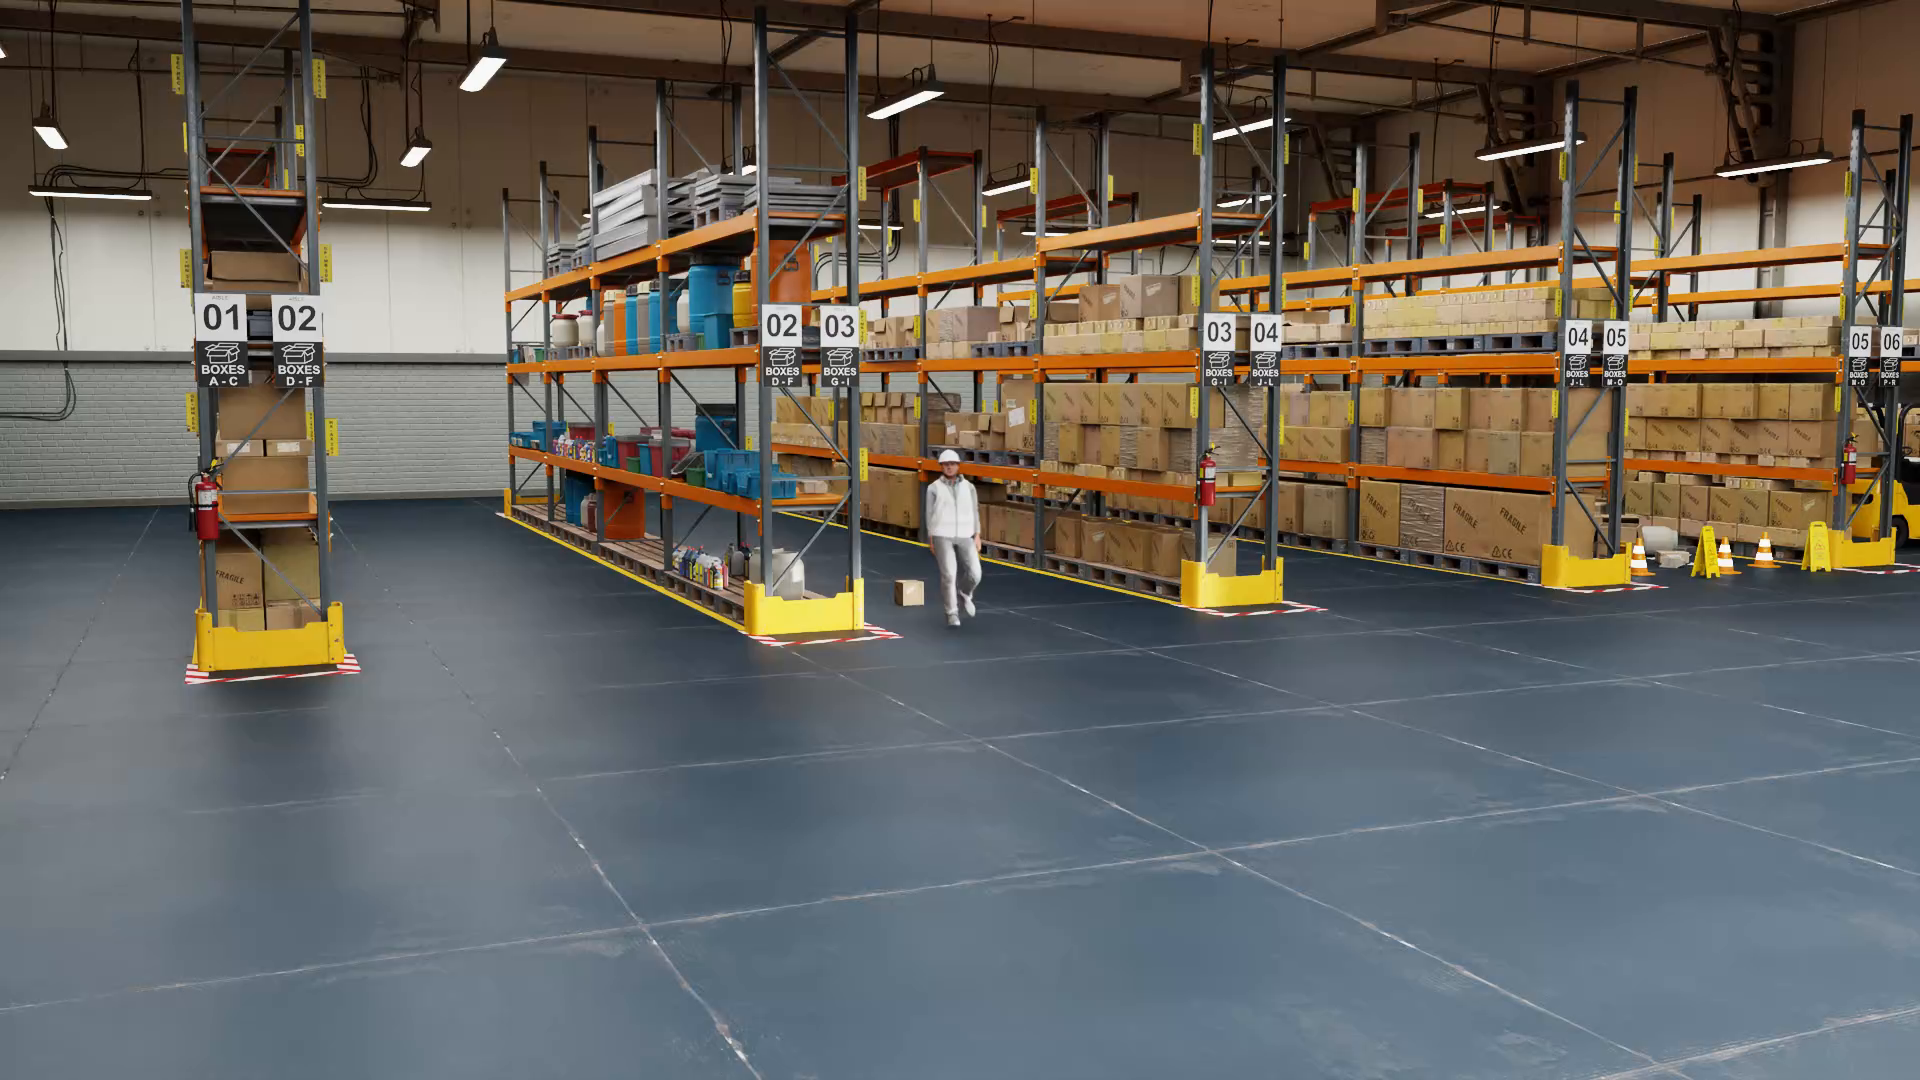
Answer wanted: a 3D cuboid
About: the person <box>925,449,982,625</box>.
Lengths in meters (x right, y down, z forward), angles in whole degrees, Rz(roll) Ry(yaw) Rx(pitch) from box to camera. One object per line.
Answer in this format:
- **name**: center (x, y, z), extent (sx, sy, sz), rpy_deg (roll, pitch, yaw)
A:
- **person**: center (-0.063, -0.034, 16.735), extent (0.563, 1.756, 0.536), rpy_deg (-1, 6, -14)
